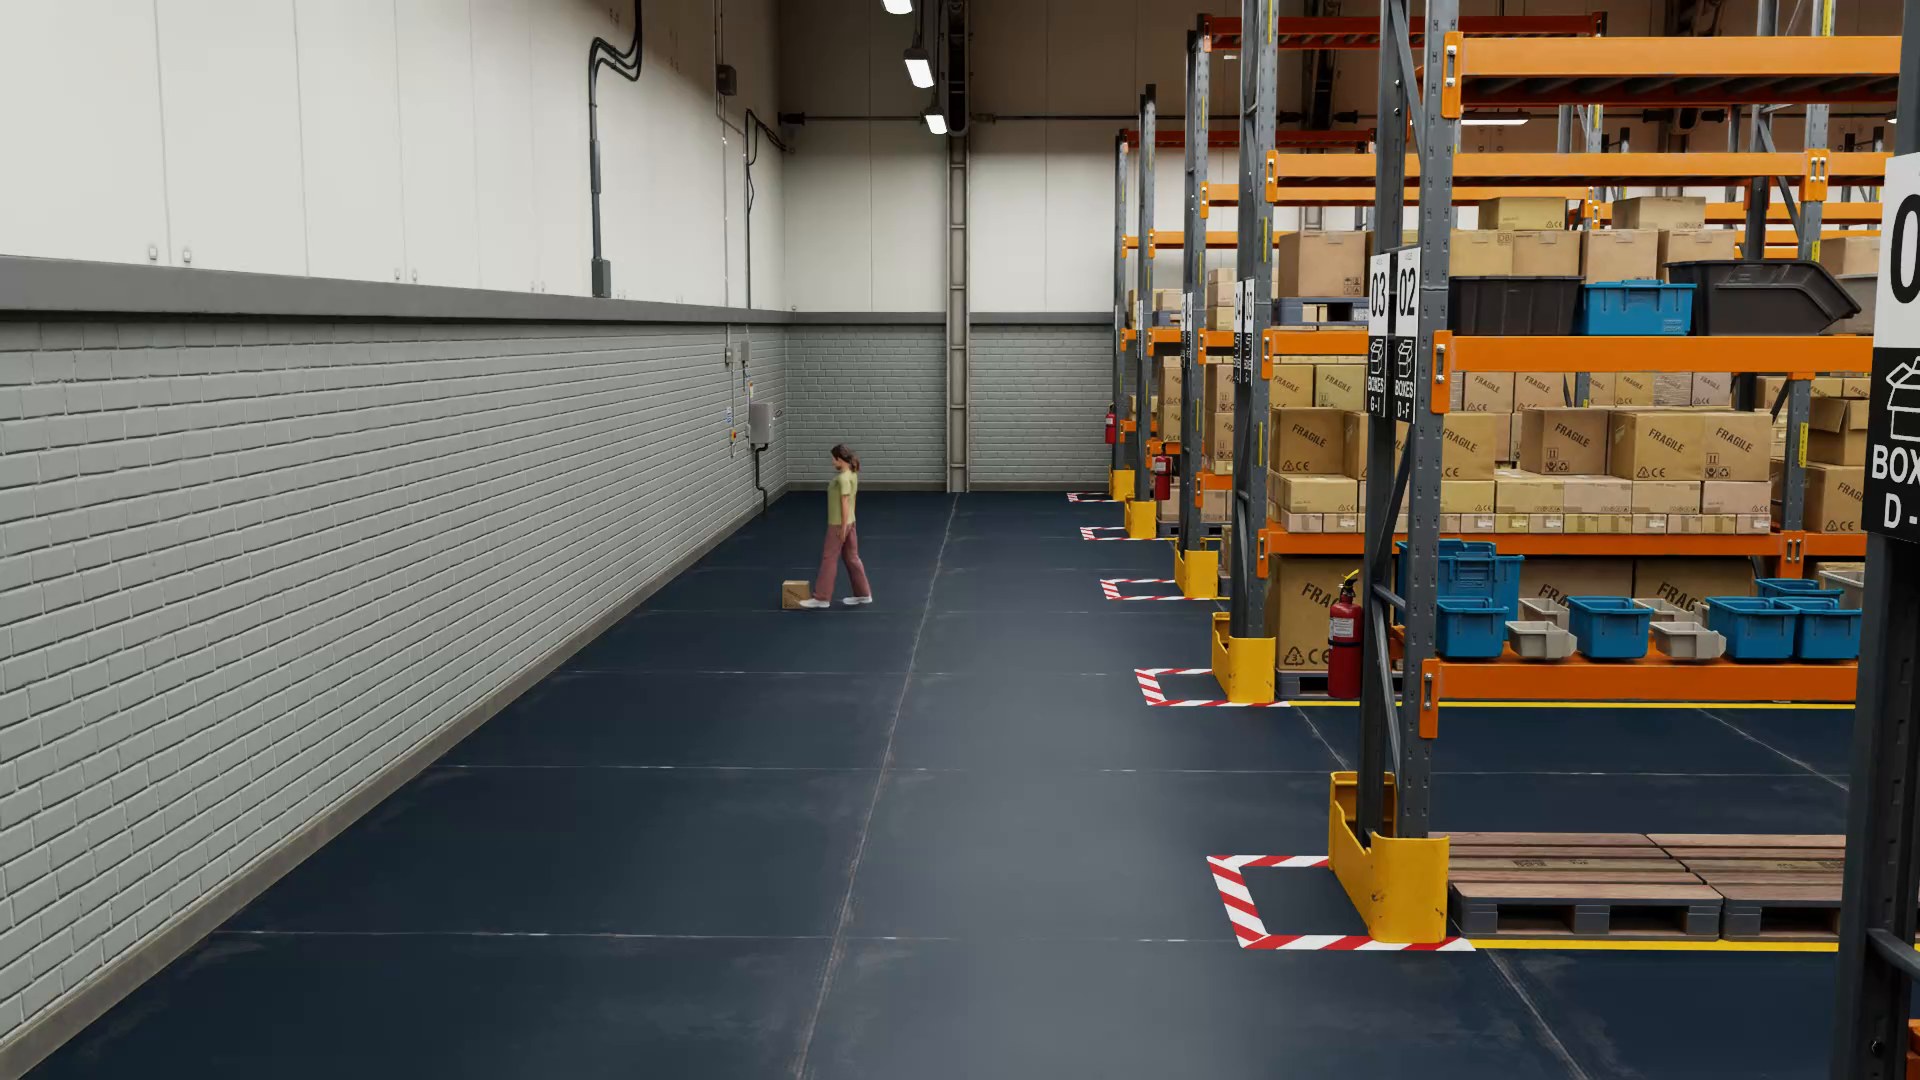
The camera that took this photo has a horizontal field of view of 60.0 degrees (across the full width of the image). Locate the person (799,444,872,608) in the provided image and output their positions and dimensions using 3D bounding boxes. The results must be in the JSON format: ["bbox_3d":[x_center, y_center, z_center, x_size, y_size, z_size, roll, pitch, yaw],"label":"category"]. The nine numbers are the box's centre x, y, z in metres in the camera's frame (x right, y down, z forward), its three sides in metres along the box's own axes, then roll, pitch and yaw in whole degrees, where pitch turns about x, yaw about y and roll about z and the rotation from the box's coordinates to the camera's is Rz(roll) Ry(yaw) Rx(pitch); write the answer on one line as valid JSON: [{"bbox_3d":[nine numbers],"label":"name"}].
[{"bbox_3d":[-1.261,-0.150,16.912,0.706,1.663,0.464,1,7,8],"label":"person"}]
